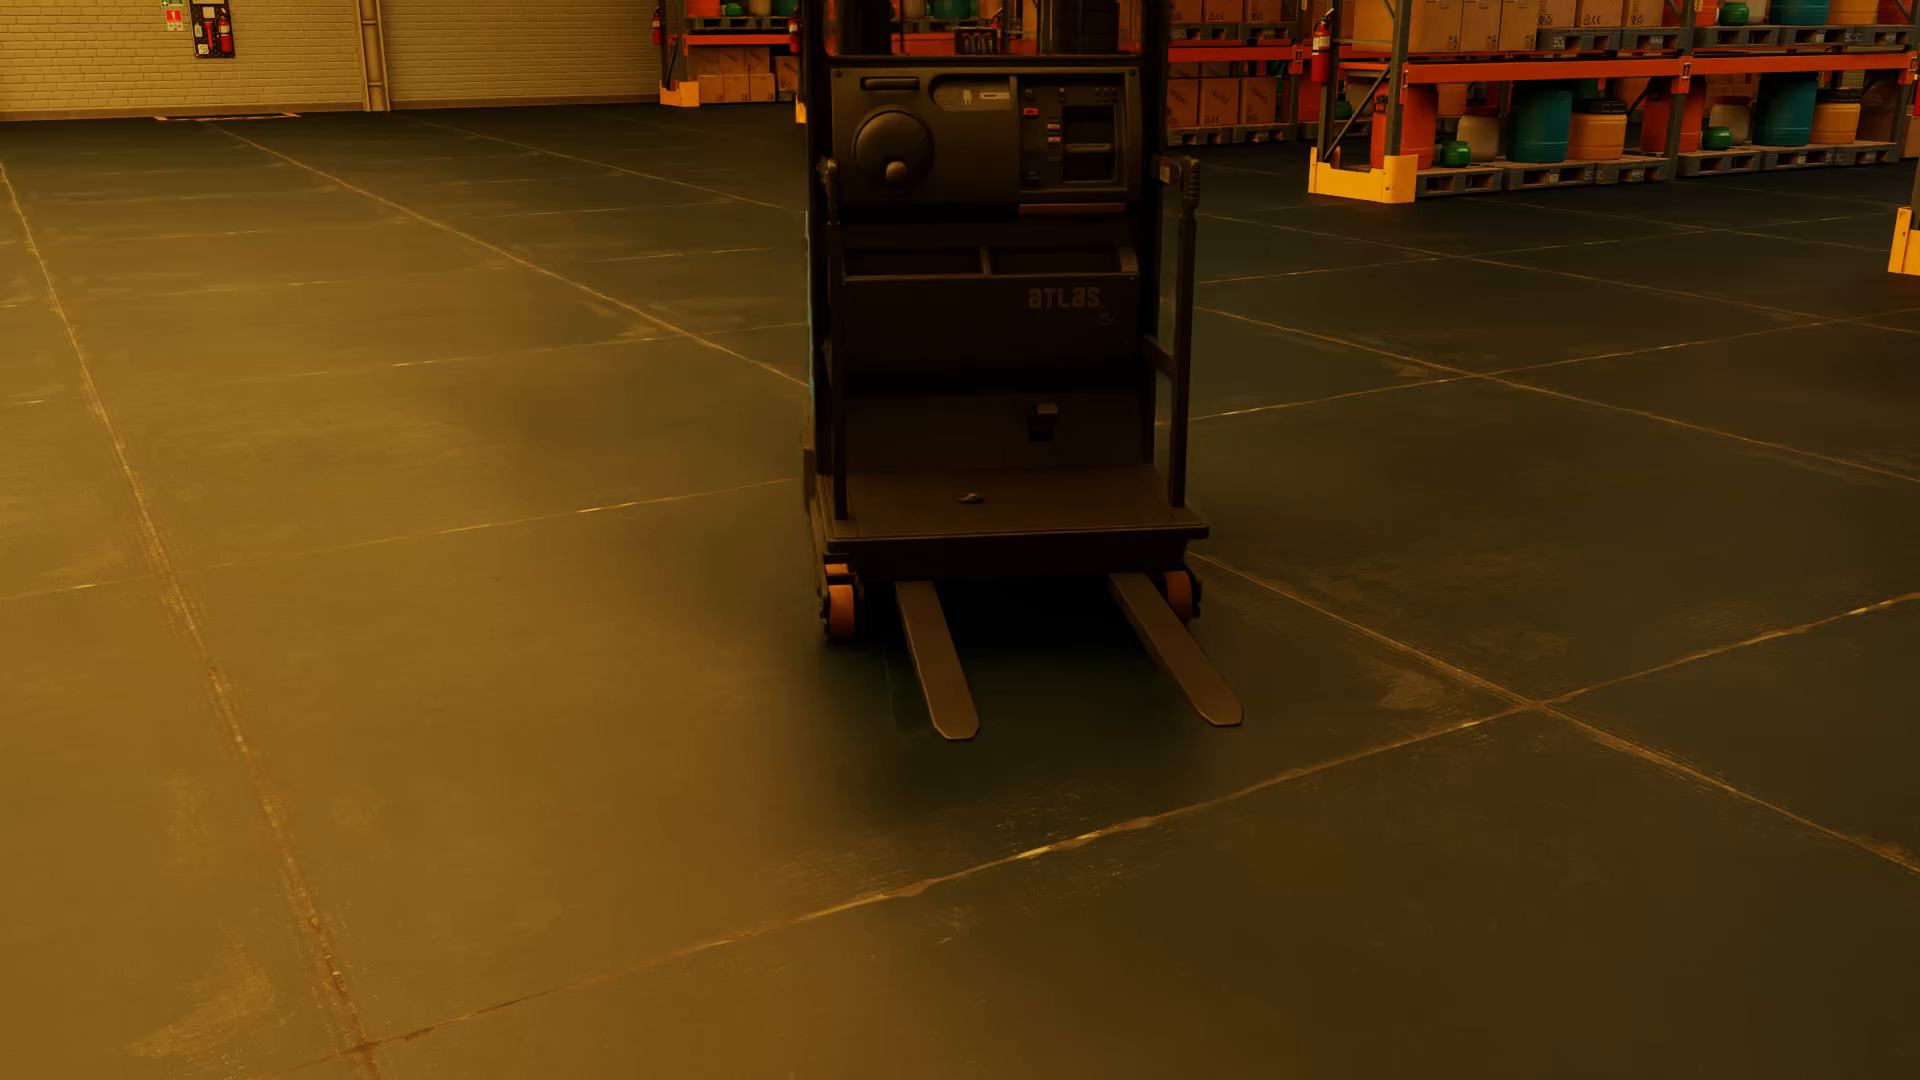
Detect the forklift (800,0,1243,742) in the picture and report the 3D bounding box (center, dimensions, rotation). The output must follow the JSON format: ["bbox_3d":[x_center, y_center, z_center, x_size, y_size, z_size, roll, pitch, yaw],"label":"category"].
[{"bbox_3d":[0.112,-1.216,4.755,1.130,2.935,3.031,-2,18,-7],"label":"forklift"}]
